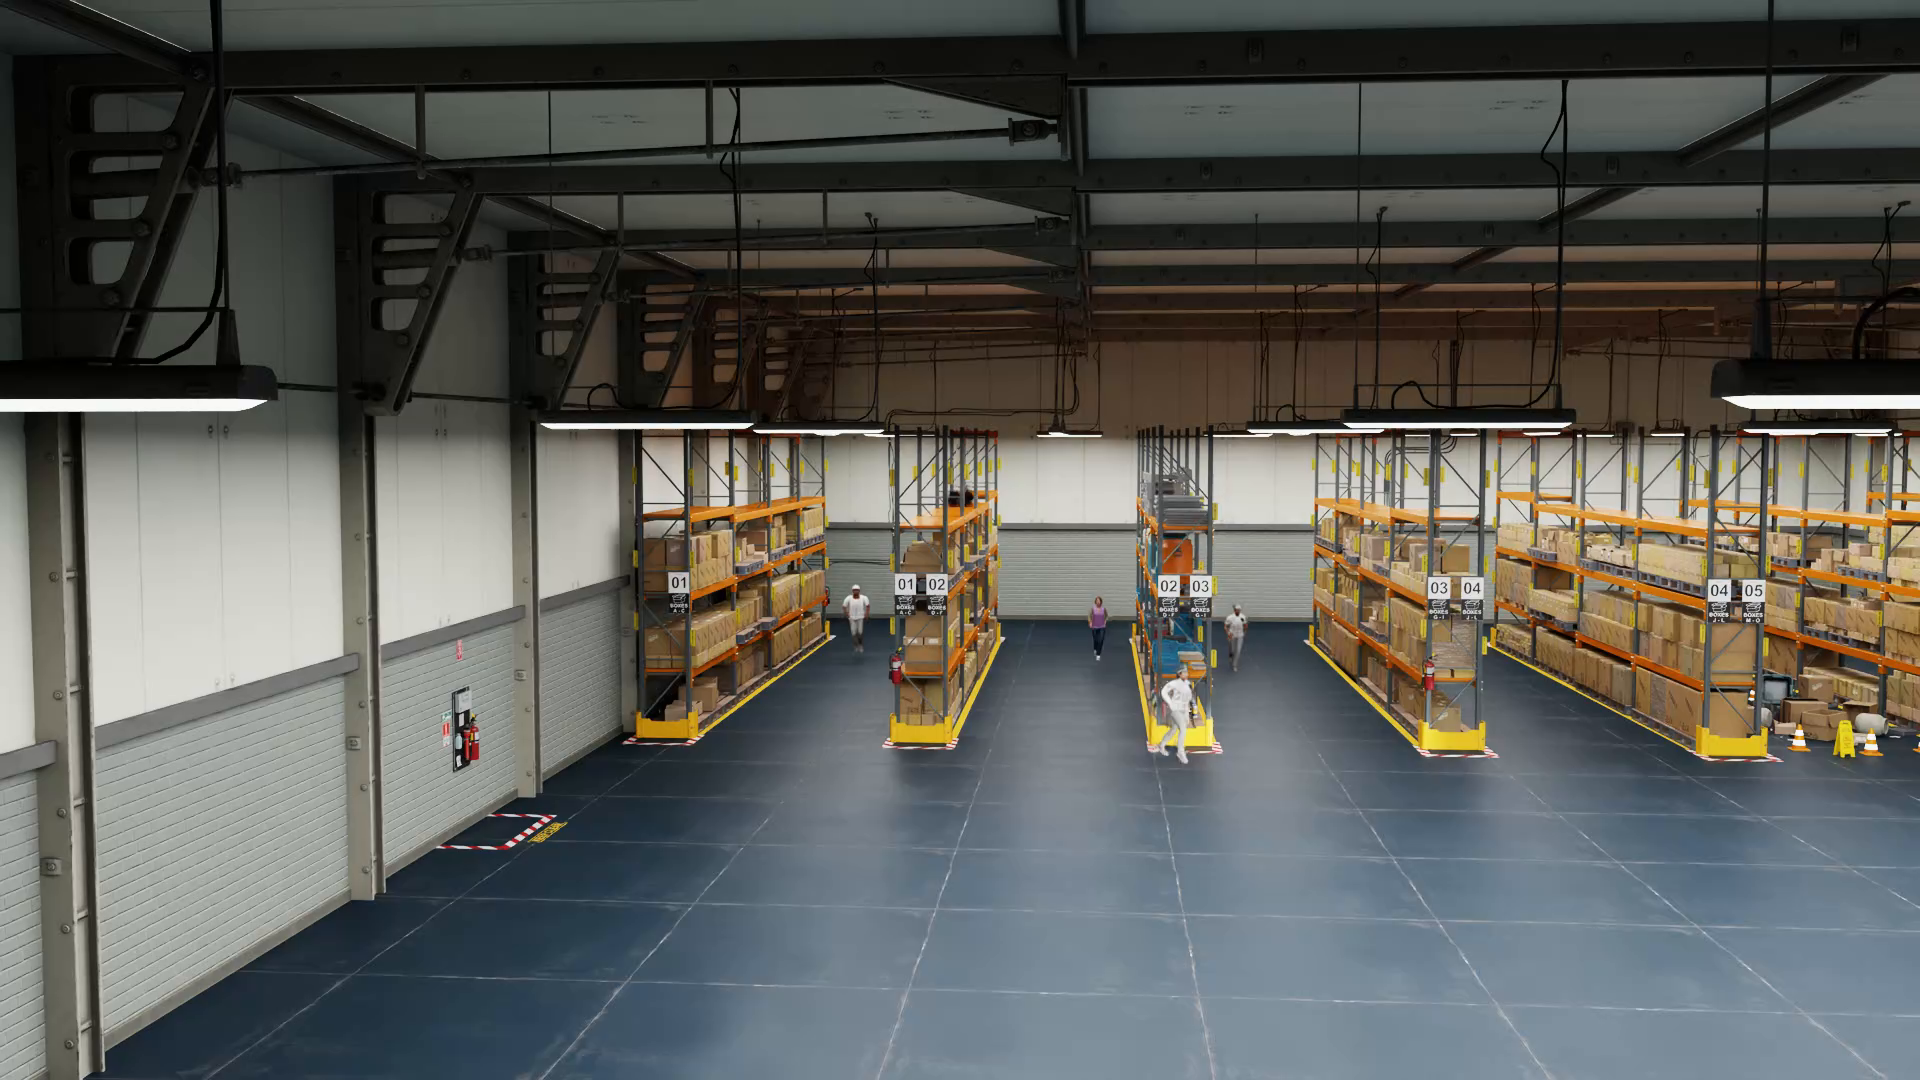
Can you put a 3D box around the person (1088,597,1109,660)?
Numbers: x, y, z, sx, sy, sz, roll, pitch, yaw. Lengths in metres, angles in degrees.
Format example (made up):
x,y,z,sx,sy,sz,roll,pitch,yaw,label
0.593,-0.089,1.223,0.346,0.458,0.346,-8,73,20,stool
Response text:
x,y,z,sx,sy,sz,roll,pitch,yaw,label
3.440,2.186,41.296,0.536,1.561,0.503,0,3,1,person

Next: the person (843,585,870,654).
x,y,z,sx,sy,sz,roll,pitch,yaw,label
-2.666,2.035,42.590,0.696,1.774,0.583,0,3,0,person

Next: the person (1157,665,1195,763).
x,y,z,sx,sy,sz,roll,pitch,yaw,label
3.898,3.090,29.835,0.742,1.752,0.610,3,5,43,person

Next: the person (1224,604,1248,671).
x,y,z,sx,sy,sz,roll,pitch,yaw,label
6.895,2.413,41.502,0.598,1.672,0.632,0,3,-3,person
